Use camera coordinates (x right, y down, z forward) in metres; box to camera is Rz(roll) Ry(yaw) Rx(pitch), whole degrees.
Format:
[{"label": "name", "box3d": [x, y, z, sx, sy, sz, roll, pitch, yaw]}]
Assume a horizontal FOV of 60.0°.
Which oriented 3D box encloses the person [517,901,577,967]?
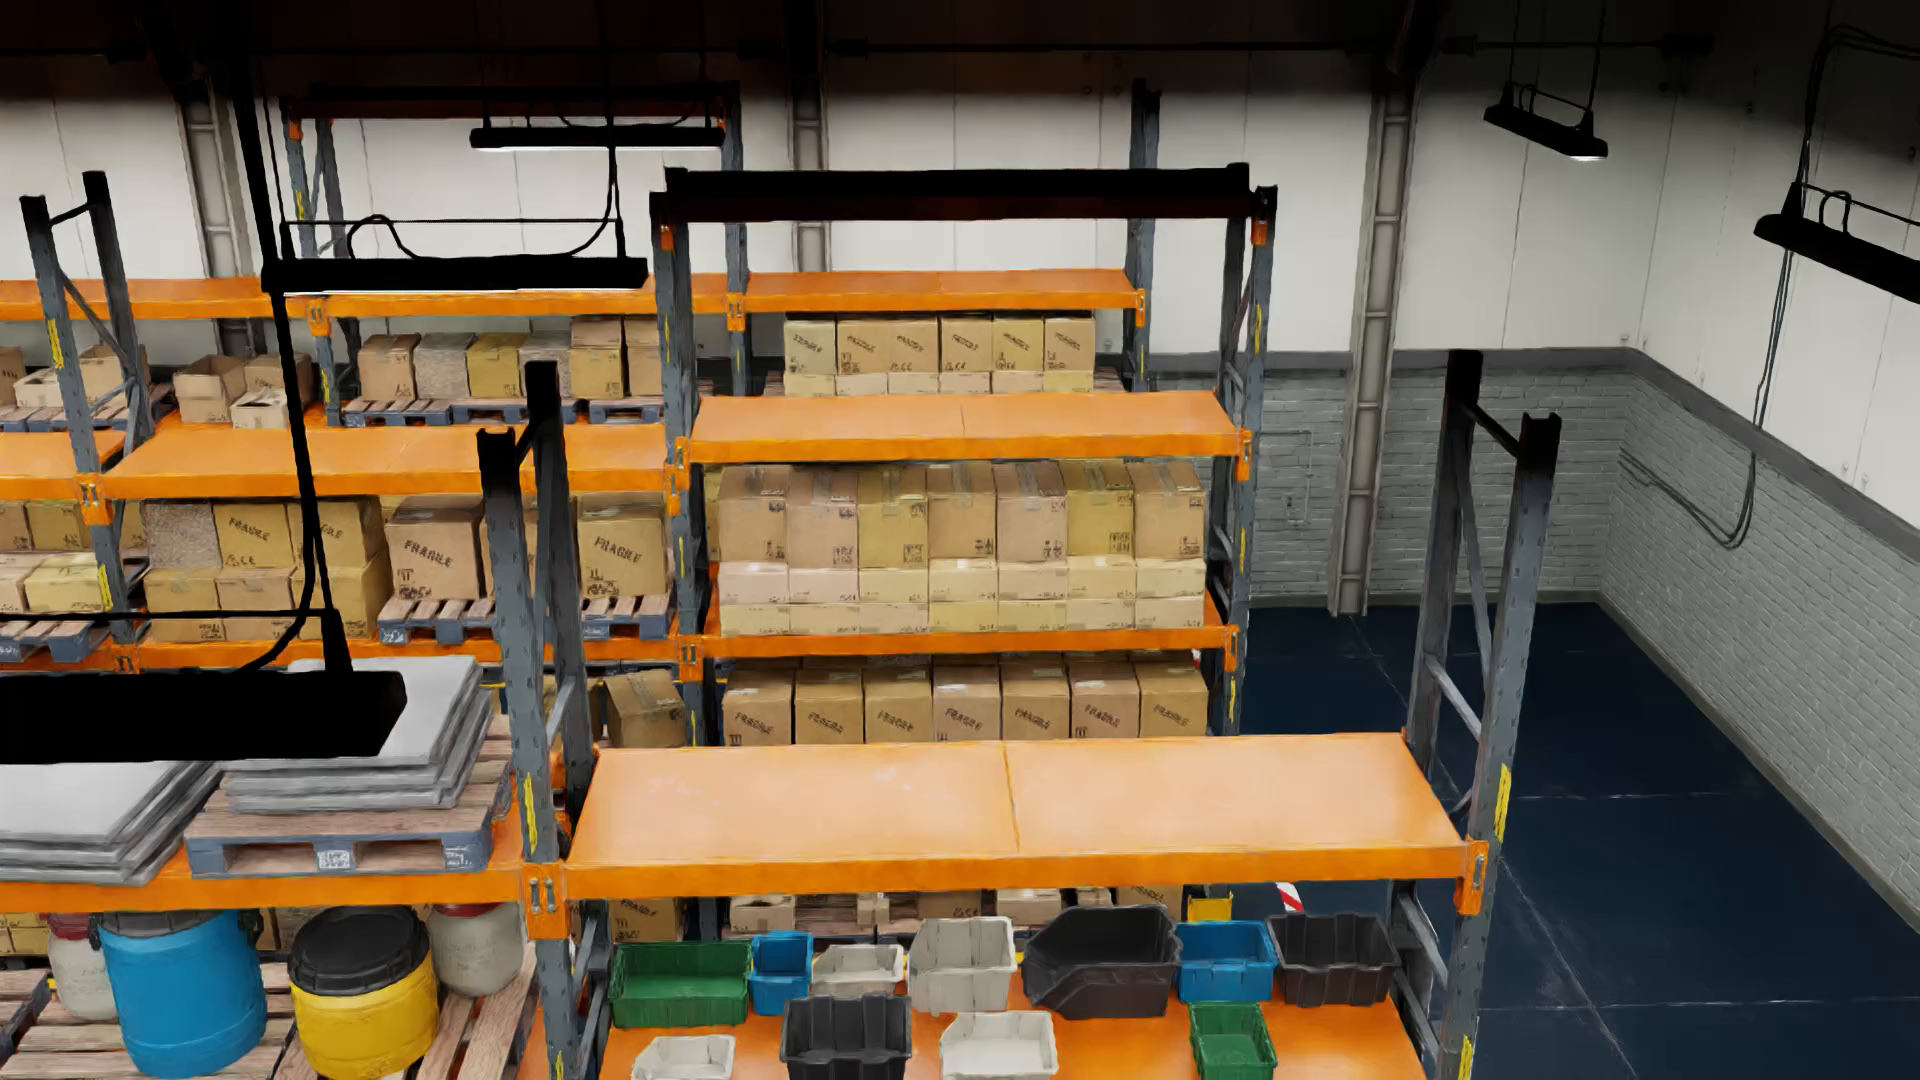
[{"label": "person", "box3d": [-3.007, 2.889, 11.618, 0.634, 1.789, 0.477, -8, 23, -19]}]
